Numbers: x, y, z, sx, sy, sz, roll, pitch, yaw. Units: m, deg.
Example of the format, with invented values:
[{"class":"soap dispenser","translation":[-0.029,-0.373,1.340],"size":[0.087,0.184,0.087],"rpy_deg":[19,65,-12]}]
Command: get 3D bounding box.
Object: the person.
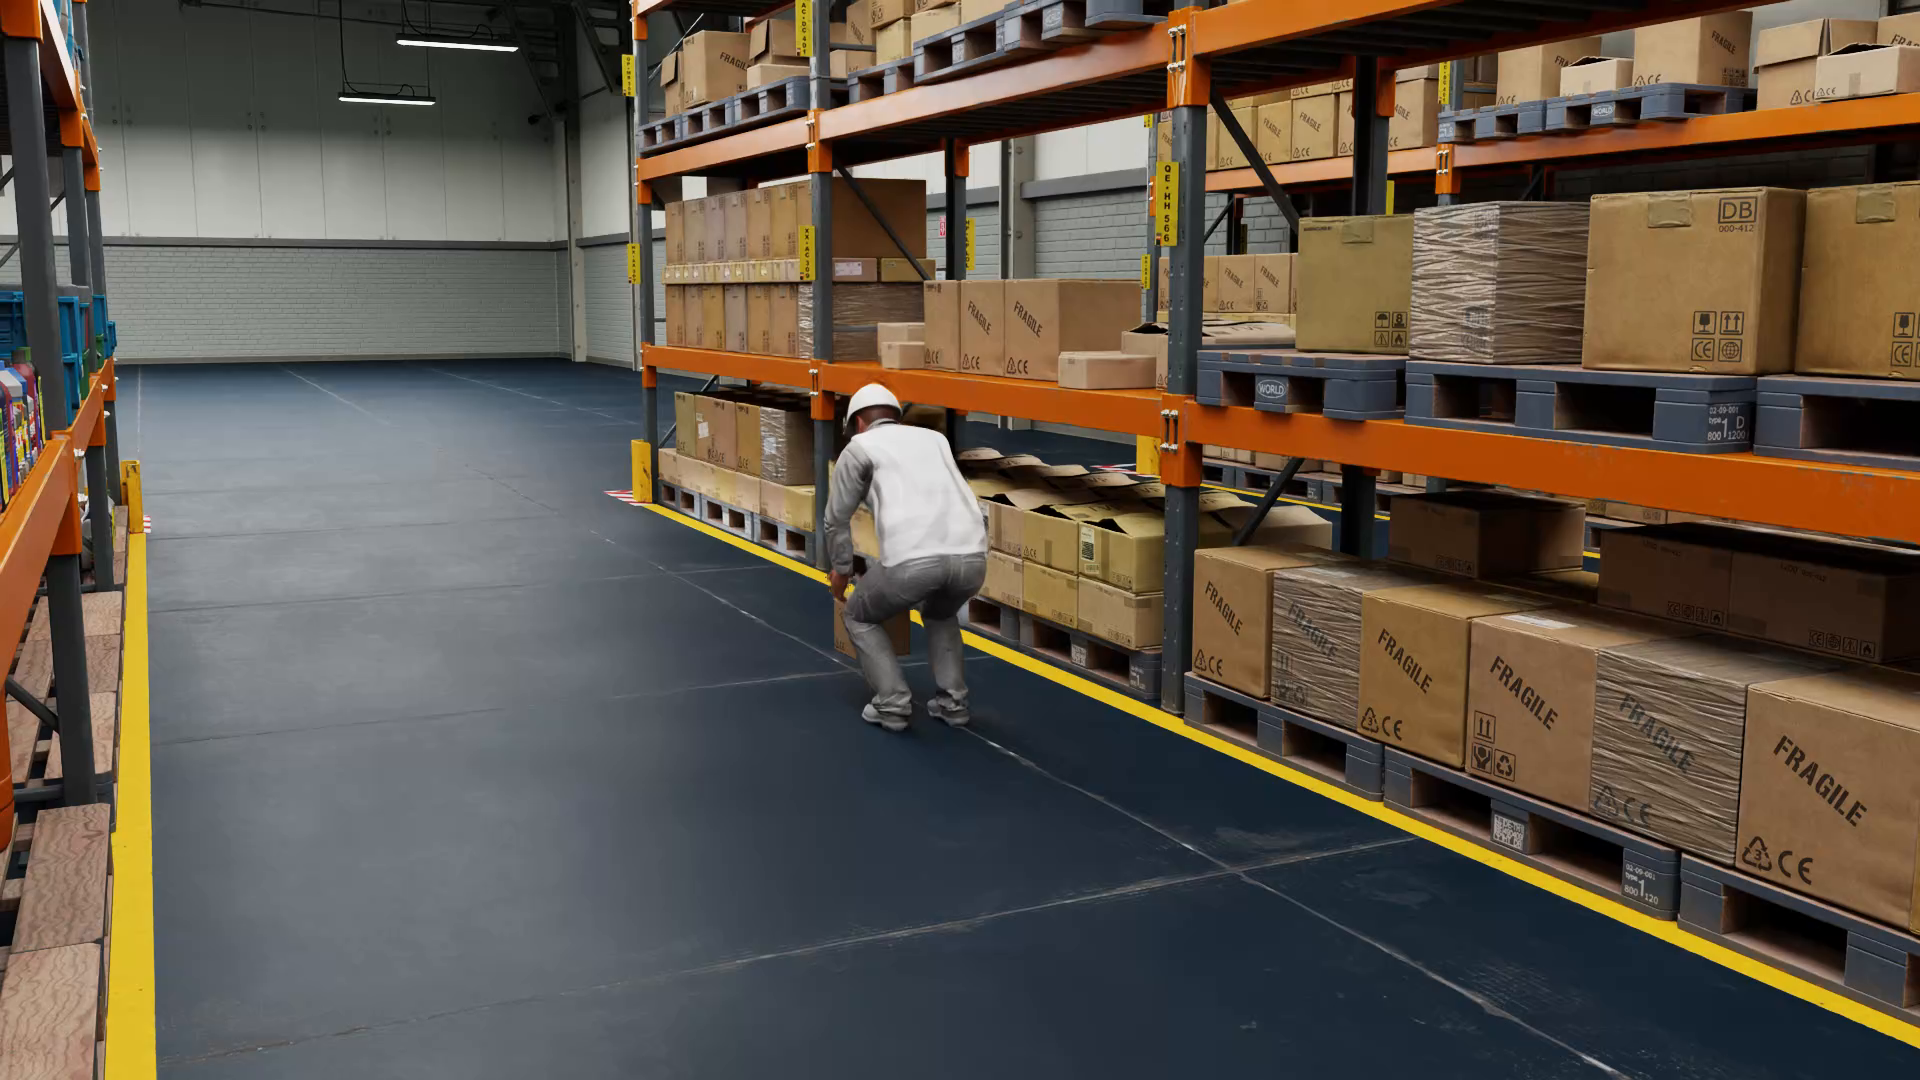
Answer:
[{"class":"person","translation":[-0.236,0.064,6.728],"size":[0.590,1.363,0.797],"rpy_deg":[-4,9,-25]}]
